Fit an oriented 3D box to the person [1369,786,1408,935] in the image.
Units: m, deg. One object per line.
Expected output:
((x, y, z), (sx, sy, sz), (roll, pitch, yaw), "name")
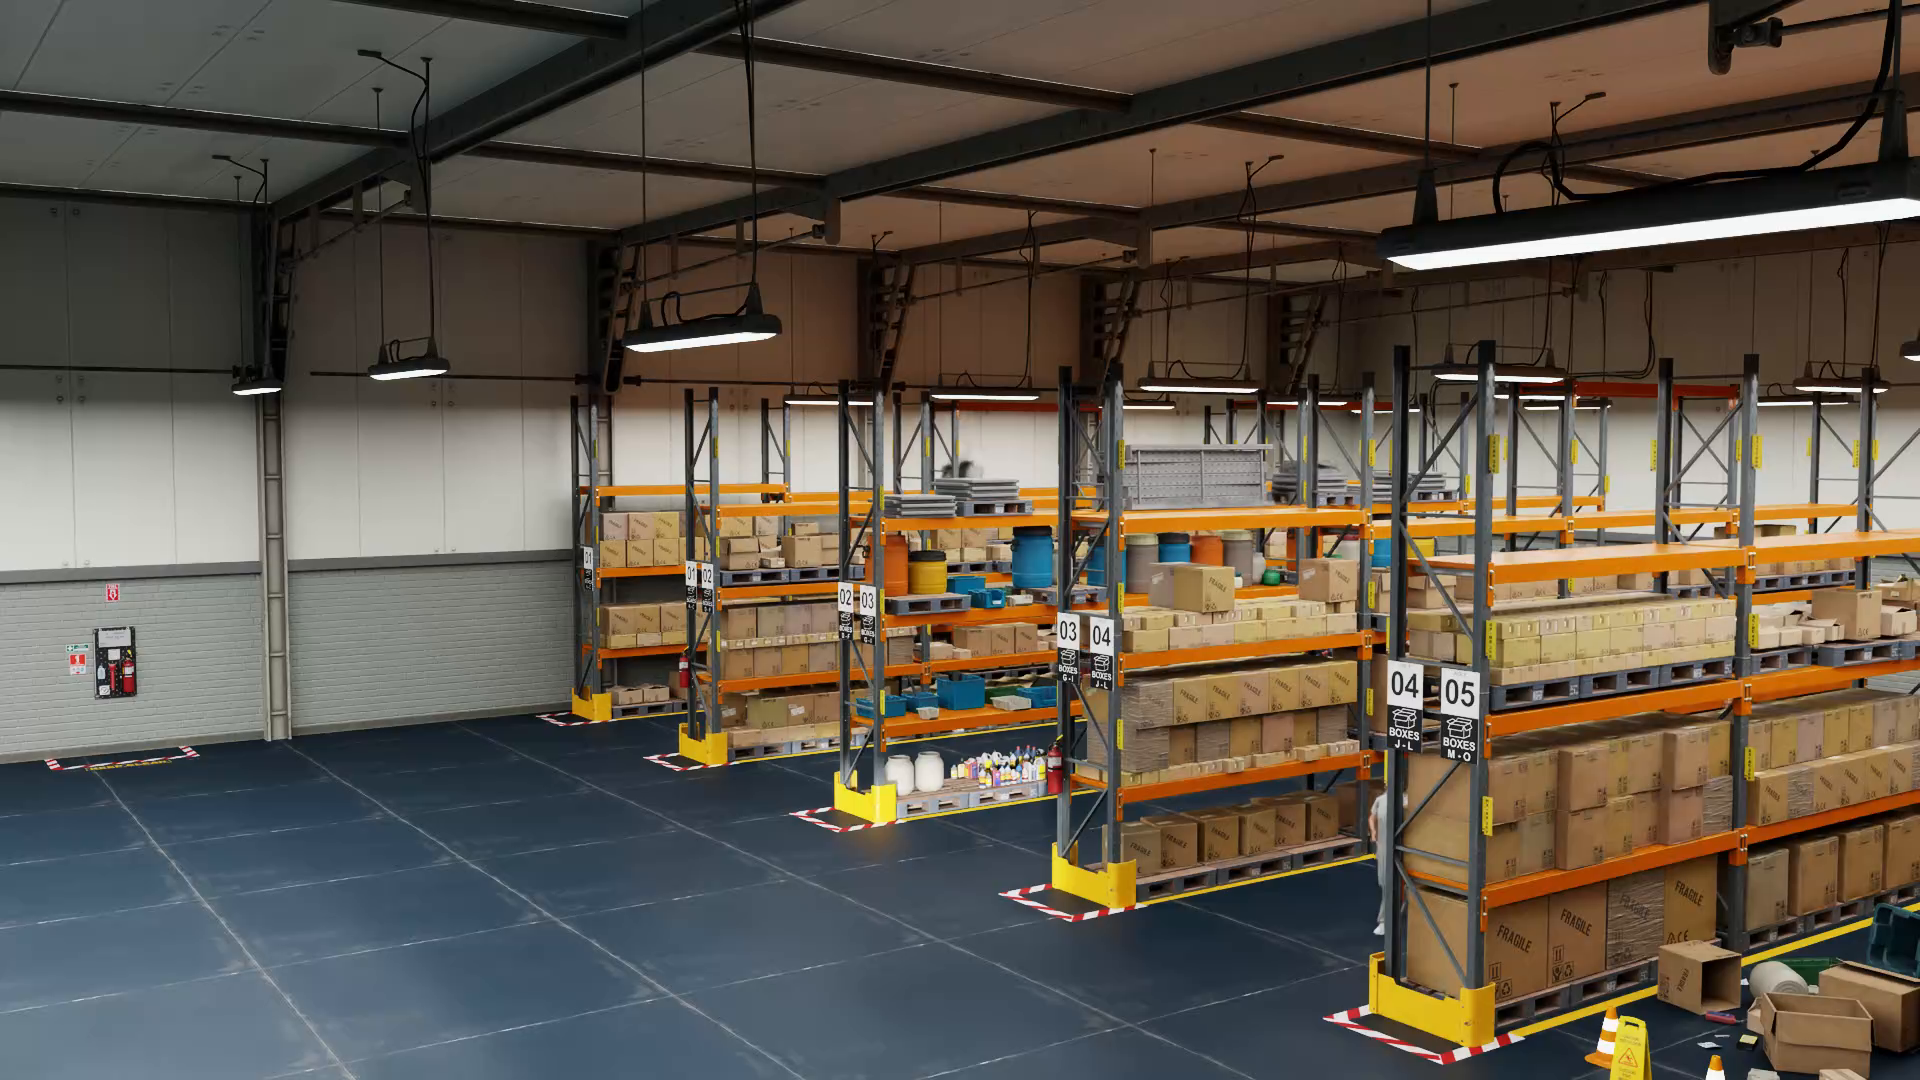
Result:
((4.612, 3.277, 17.607), (0.589, 1.677, 0.811), (3, 5, 42), "person")

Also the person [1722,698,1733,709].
((10.567, 2.978, 22.894), (0.665, 1.642, 0.571), (-2, 4, -36), "person")

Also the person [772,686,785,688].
((-3.166, 2.511, 29.627), (0.612, 1.736, 0.652), (-3, 5, -42), "person")

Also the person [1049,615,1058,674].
((2.055, 2.256, 33.837), (0.751, 1.761, 0.670), (-3, 4, -39), "person")
